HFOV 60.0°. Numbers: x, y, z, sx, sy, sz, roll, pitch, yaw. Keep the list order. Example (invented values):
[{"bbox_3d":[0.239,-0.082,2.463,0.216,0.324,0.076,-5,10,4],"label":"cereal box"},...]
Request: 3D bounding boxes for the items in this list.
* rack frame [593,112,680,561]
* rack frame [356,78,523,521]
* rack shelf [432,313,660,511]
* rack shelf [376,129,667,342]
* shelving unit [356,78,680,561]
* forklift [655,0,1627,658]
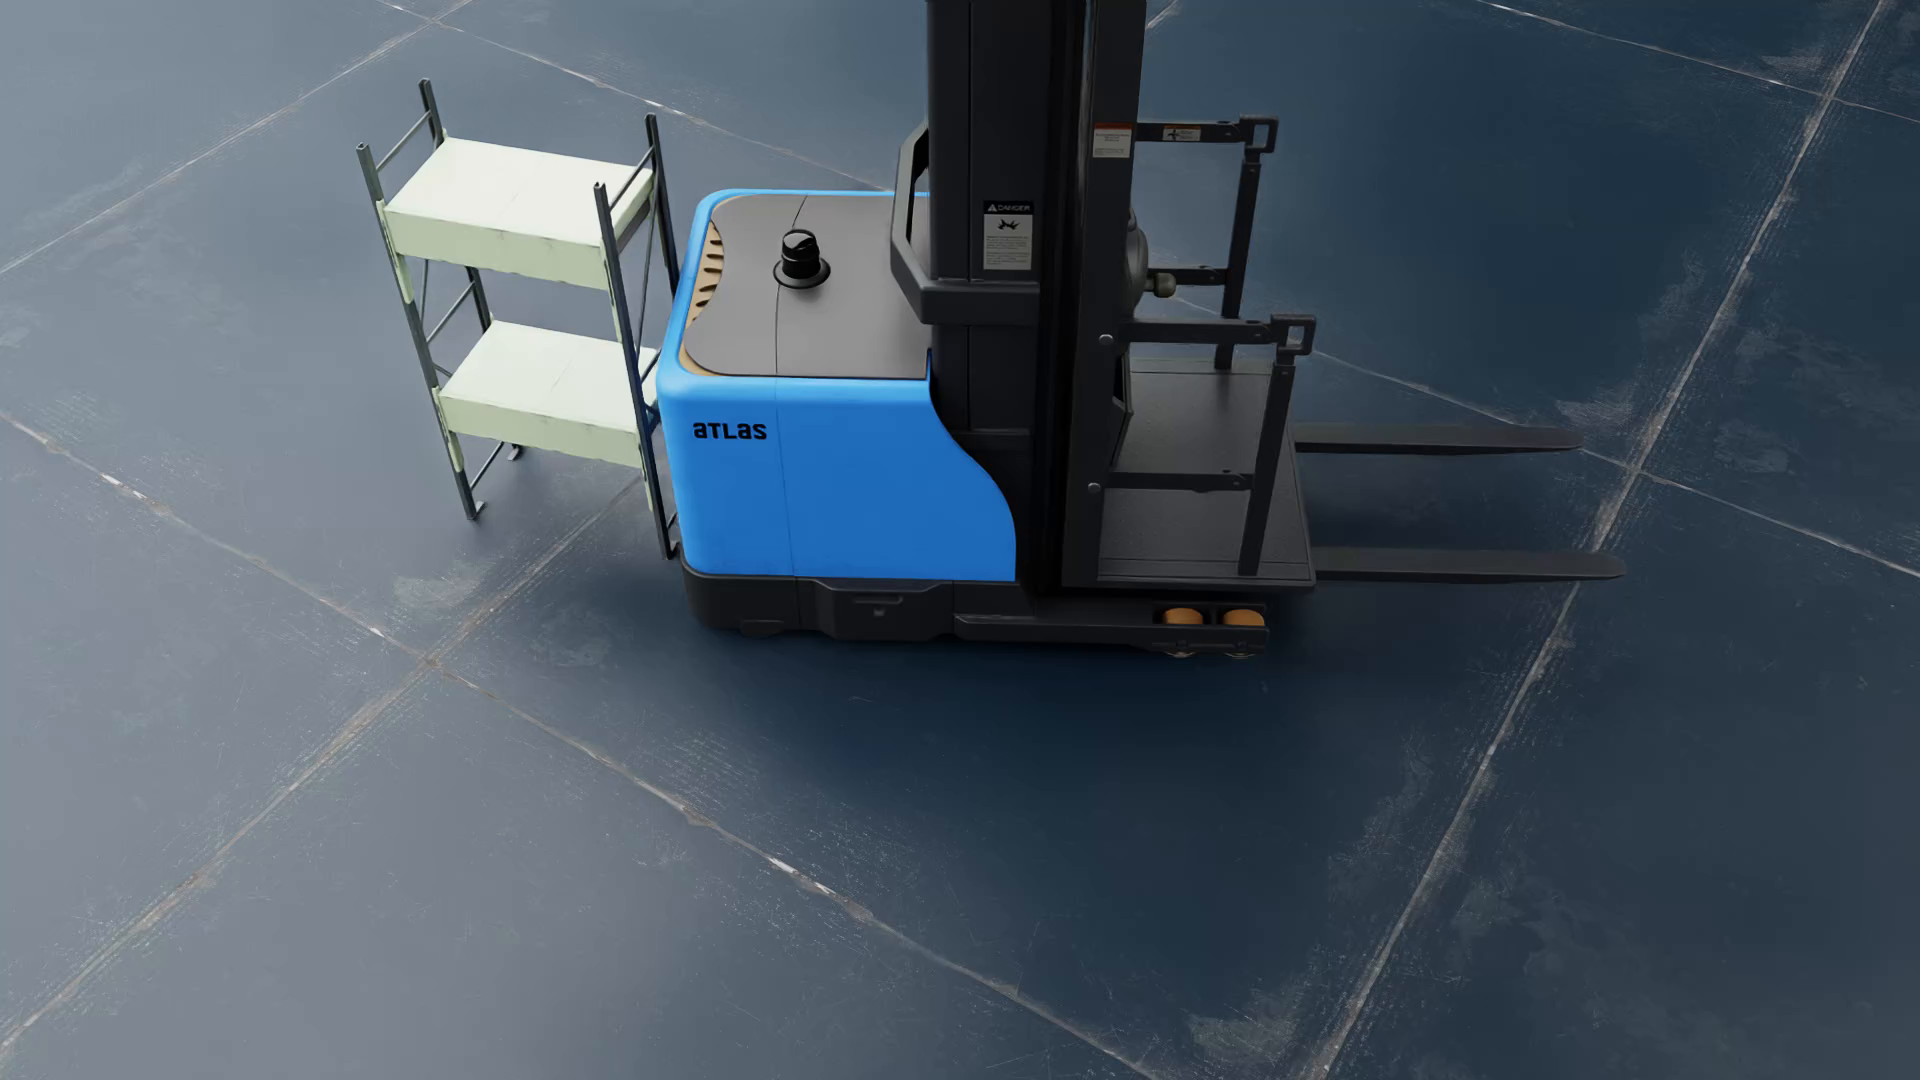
[{"bbox_3d":[-0.955,-0.591,5.279,0.023,1.500,0.400,11,47,11],"label":"rack frame"},{"bbox_3d":[-1.661,-0.730,5.414,0.023,1.500,0.400,11,47,11],"label":"rack frame"},{"bbox_3d":[-1.308,-0.434,5.580,0.720,0.370,0.431,11,47,11],"label":"rack shelf"},{"bbox_3d":[-1.308,-0.933,5.066,0.720,0.370,0.431,11,47,11],"label":"rack shelf"},{"bbox_3d":[-1.308,-0.661,5.346,0.755,1.500,0.431,11,47,11],"label":"shelving unit"},{"bbox_3d":[0.640,-1.031,4.708,3.031,2.935,1.130,1,46,1],"label":"forklift"}]
